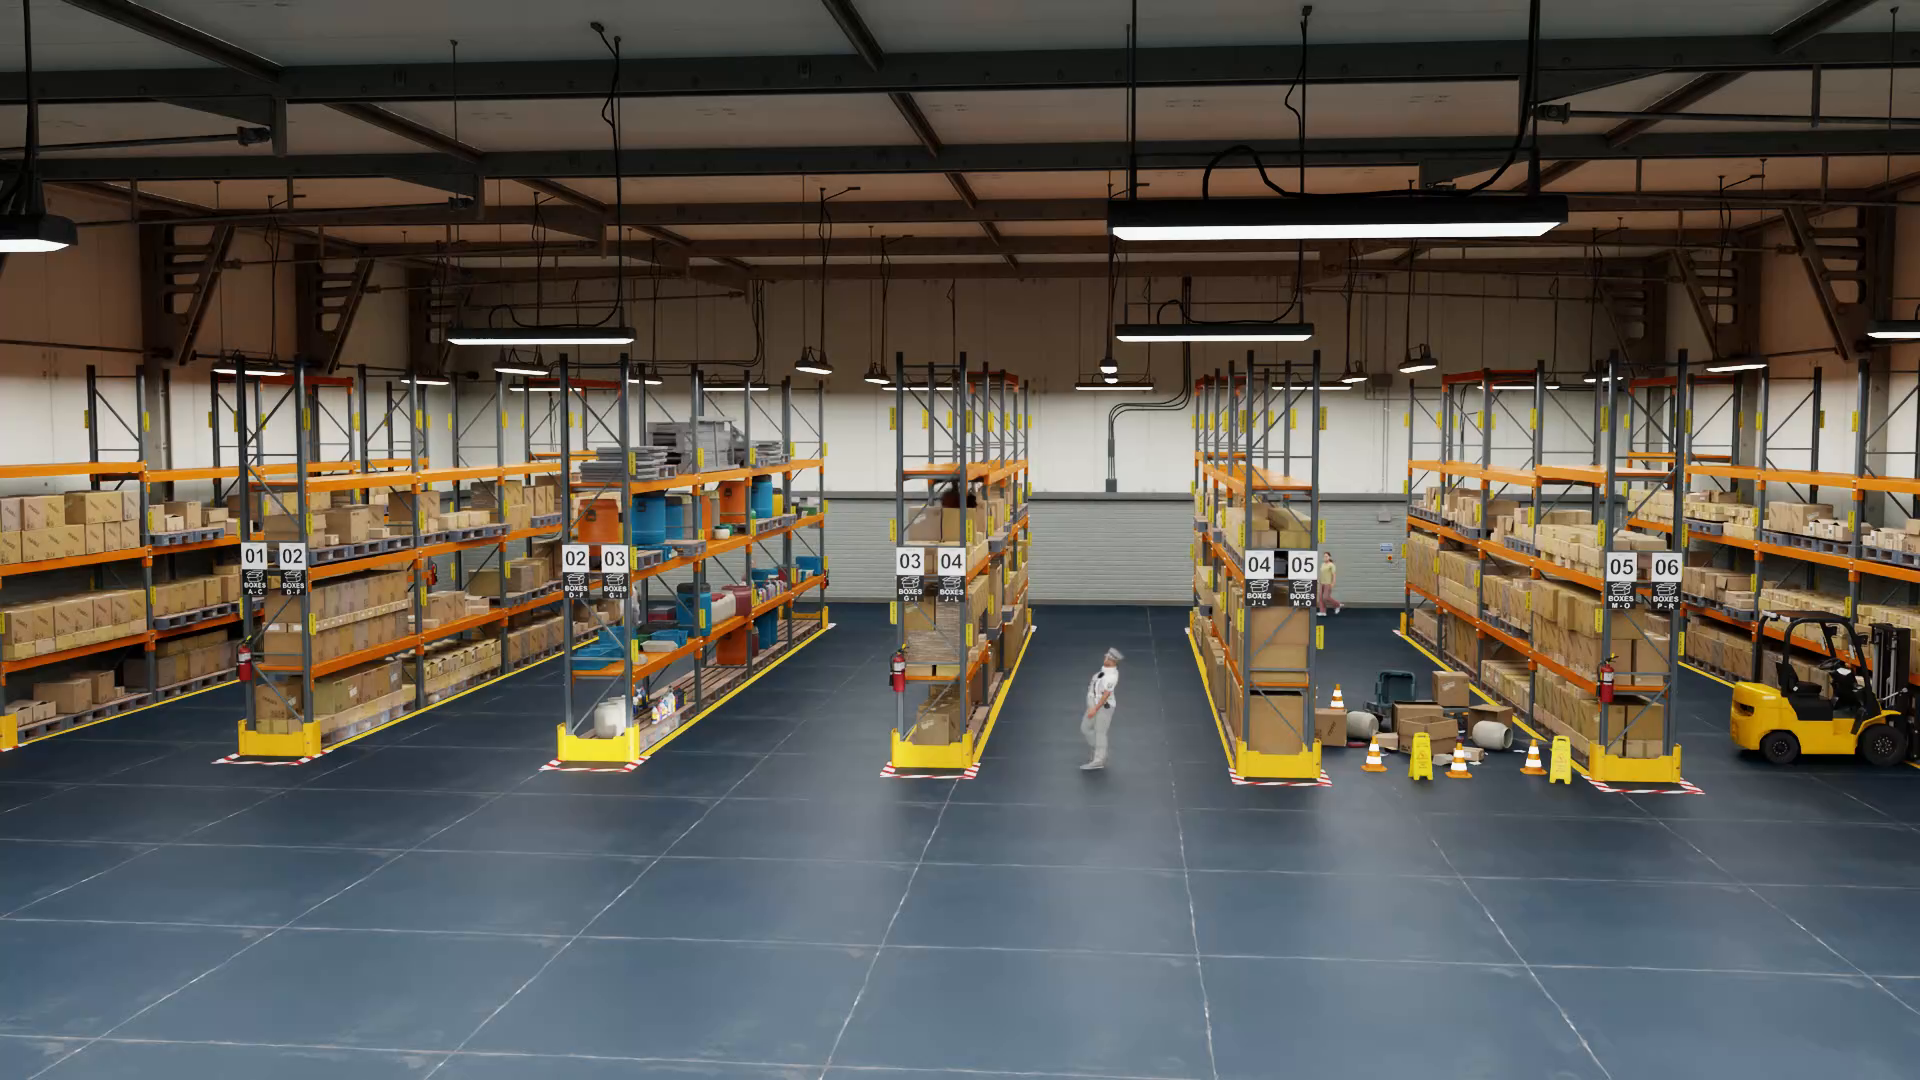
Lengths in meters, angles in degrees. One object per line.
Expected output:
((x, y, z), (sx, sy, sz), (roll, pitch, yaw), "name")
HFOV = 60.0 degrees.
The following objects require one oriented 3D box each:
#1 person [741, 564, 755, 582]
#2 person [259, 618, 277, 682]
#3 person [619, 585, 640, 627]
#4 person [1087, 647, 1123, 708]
((-4.968, 0.898, 39.484), (0.545, 0.672, 0.376), (2, 5, 28), "person")
((-12.618, 1.942, 30.893), (0.758, 1.625, 0.905), (0, 4, 1), "person")
((-7.371, 1.517, 36.970), (0.463, 1.593, 0.499), (1, 4, 20), "person")
((2.089, 1.981, 23.999), (0.495, 0.871, 0.532), (-2, 4, -23), "person")
